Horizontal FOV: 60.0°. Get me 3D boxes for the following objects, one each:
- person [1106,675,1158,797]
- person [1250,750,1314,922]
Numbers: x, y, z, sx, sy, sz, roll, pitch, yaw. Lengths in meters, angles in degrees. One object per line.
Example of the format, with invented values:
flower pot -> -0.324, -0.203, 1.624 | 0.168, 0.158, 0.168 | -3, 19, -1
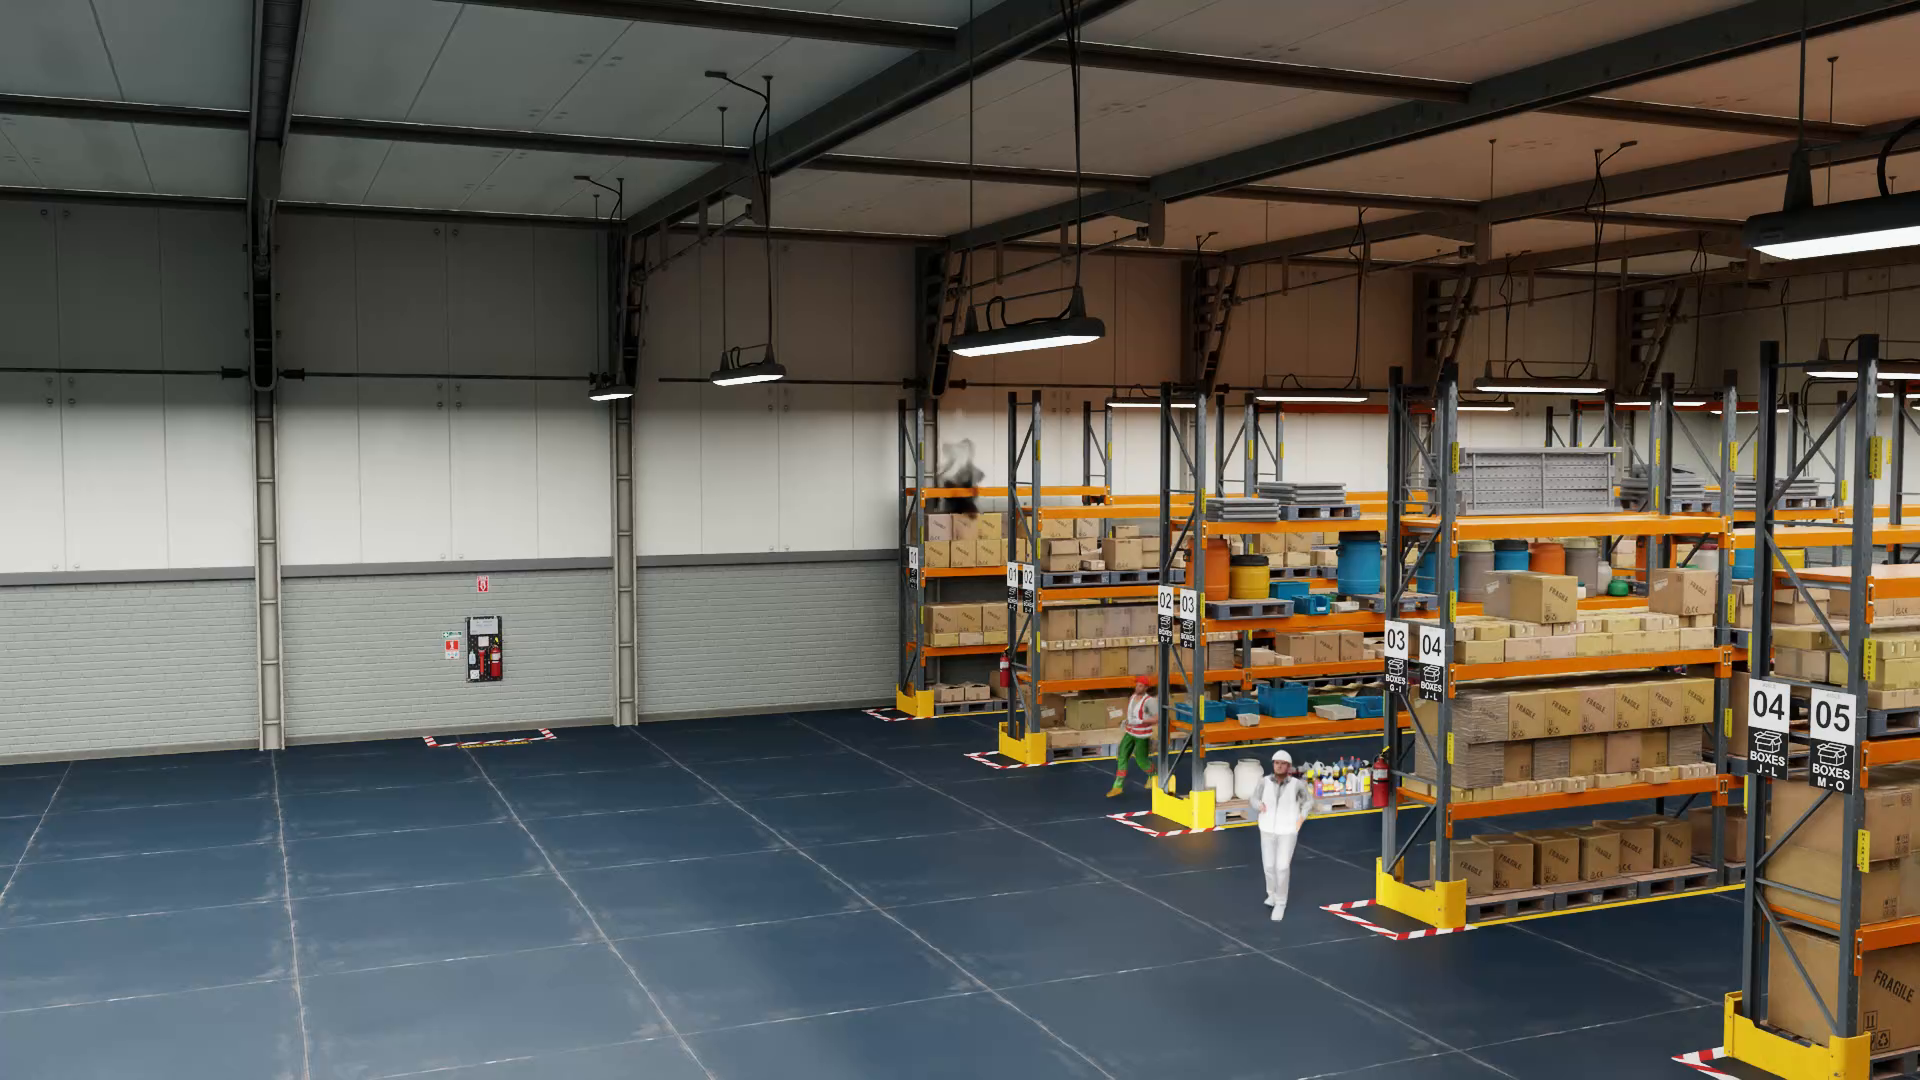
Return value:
person -> 2.616, 2.841, 24.197 | 0.992, 1.768, 0.687 | -3, 4, -42
person -> 3.491, 3.213, 18.212 | 0.660, 1.824, 0.660 | 2, 4, 28
